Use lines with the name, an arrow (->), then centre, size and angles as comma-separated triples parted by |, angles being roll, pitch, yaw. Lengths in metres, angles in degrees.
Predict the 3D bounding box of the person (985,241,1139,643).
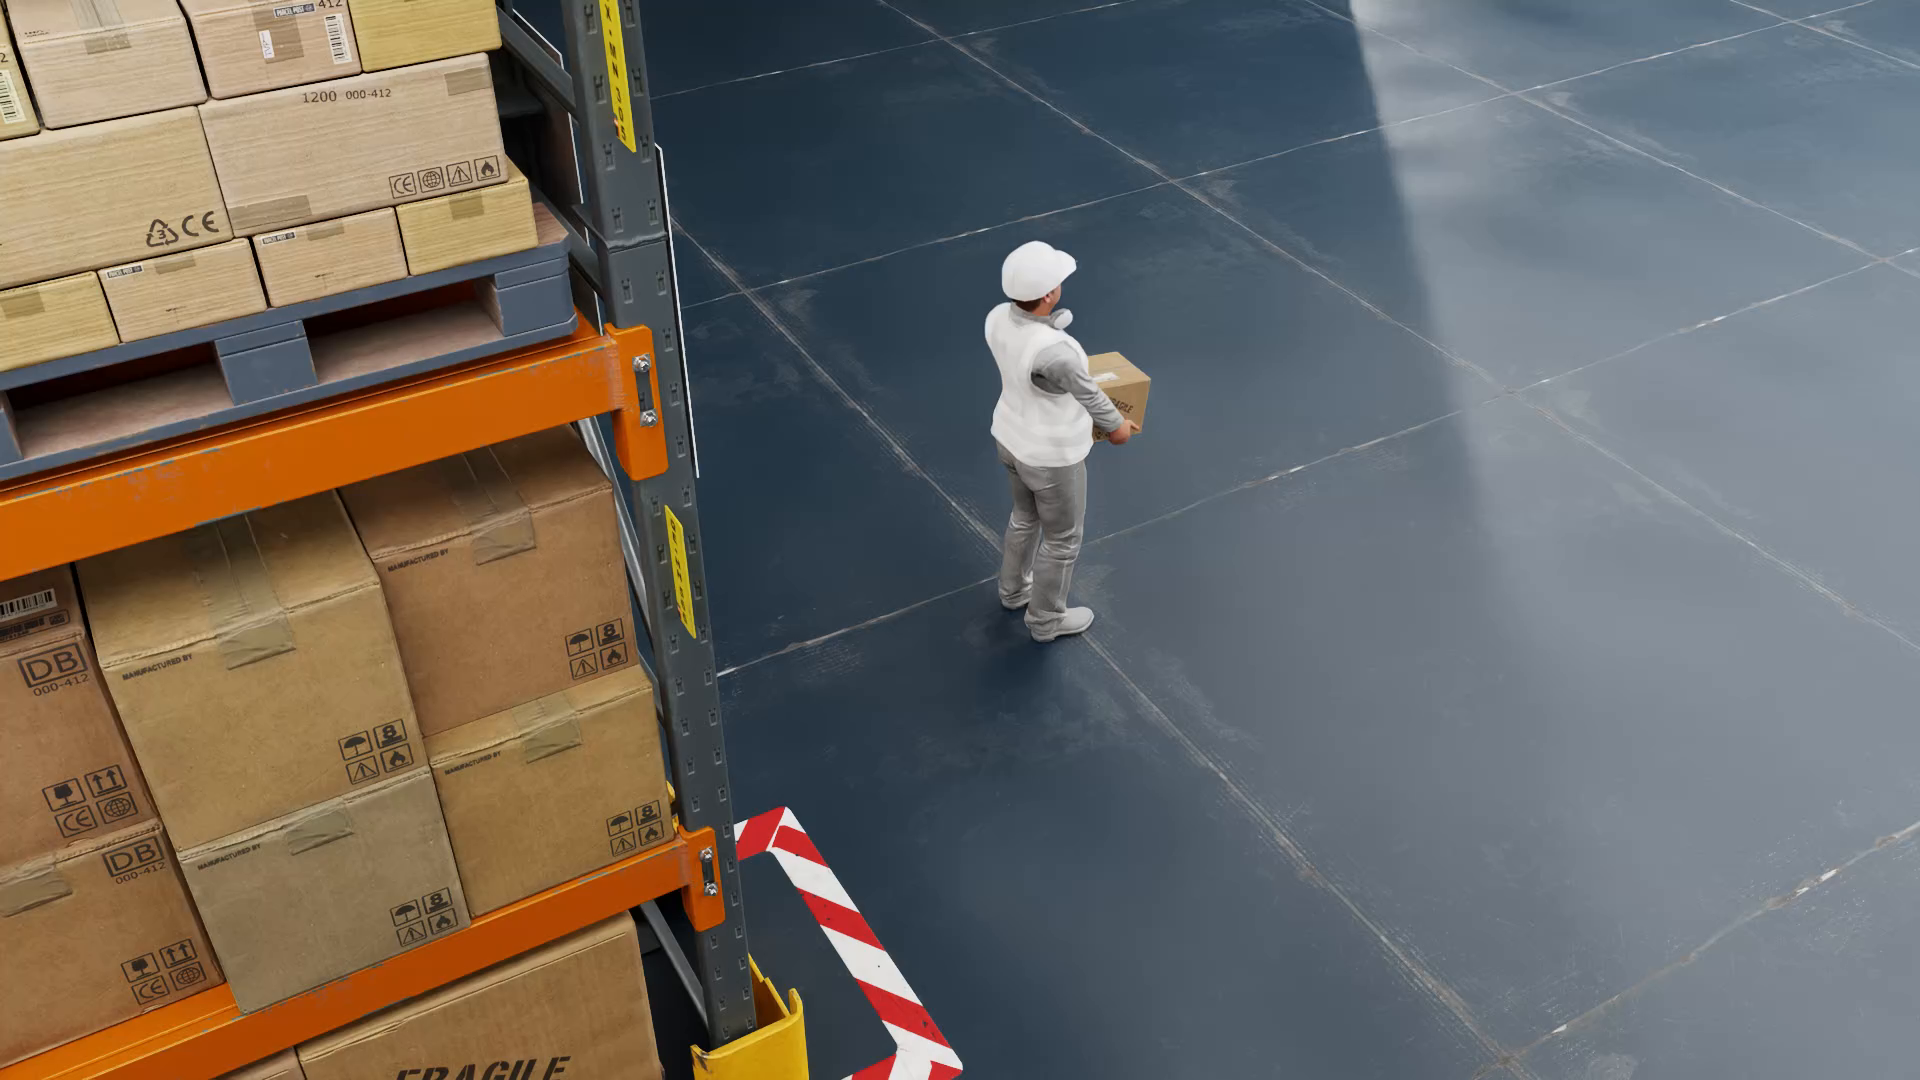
person -> 0.405, -0.422, 6.703 | 0.548, 1.764, 0.494 | -18, 40, -23
